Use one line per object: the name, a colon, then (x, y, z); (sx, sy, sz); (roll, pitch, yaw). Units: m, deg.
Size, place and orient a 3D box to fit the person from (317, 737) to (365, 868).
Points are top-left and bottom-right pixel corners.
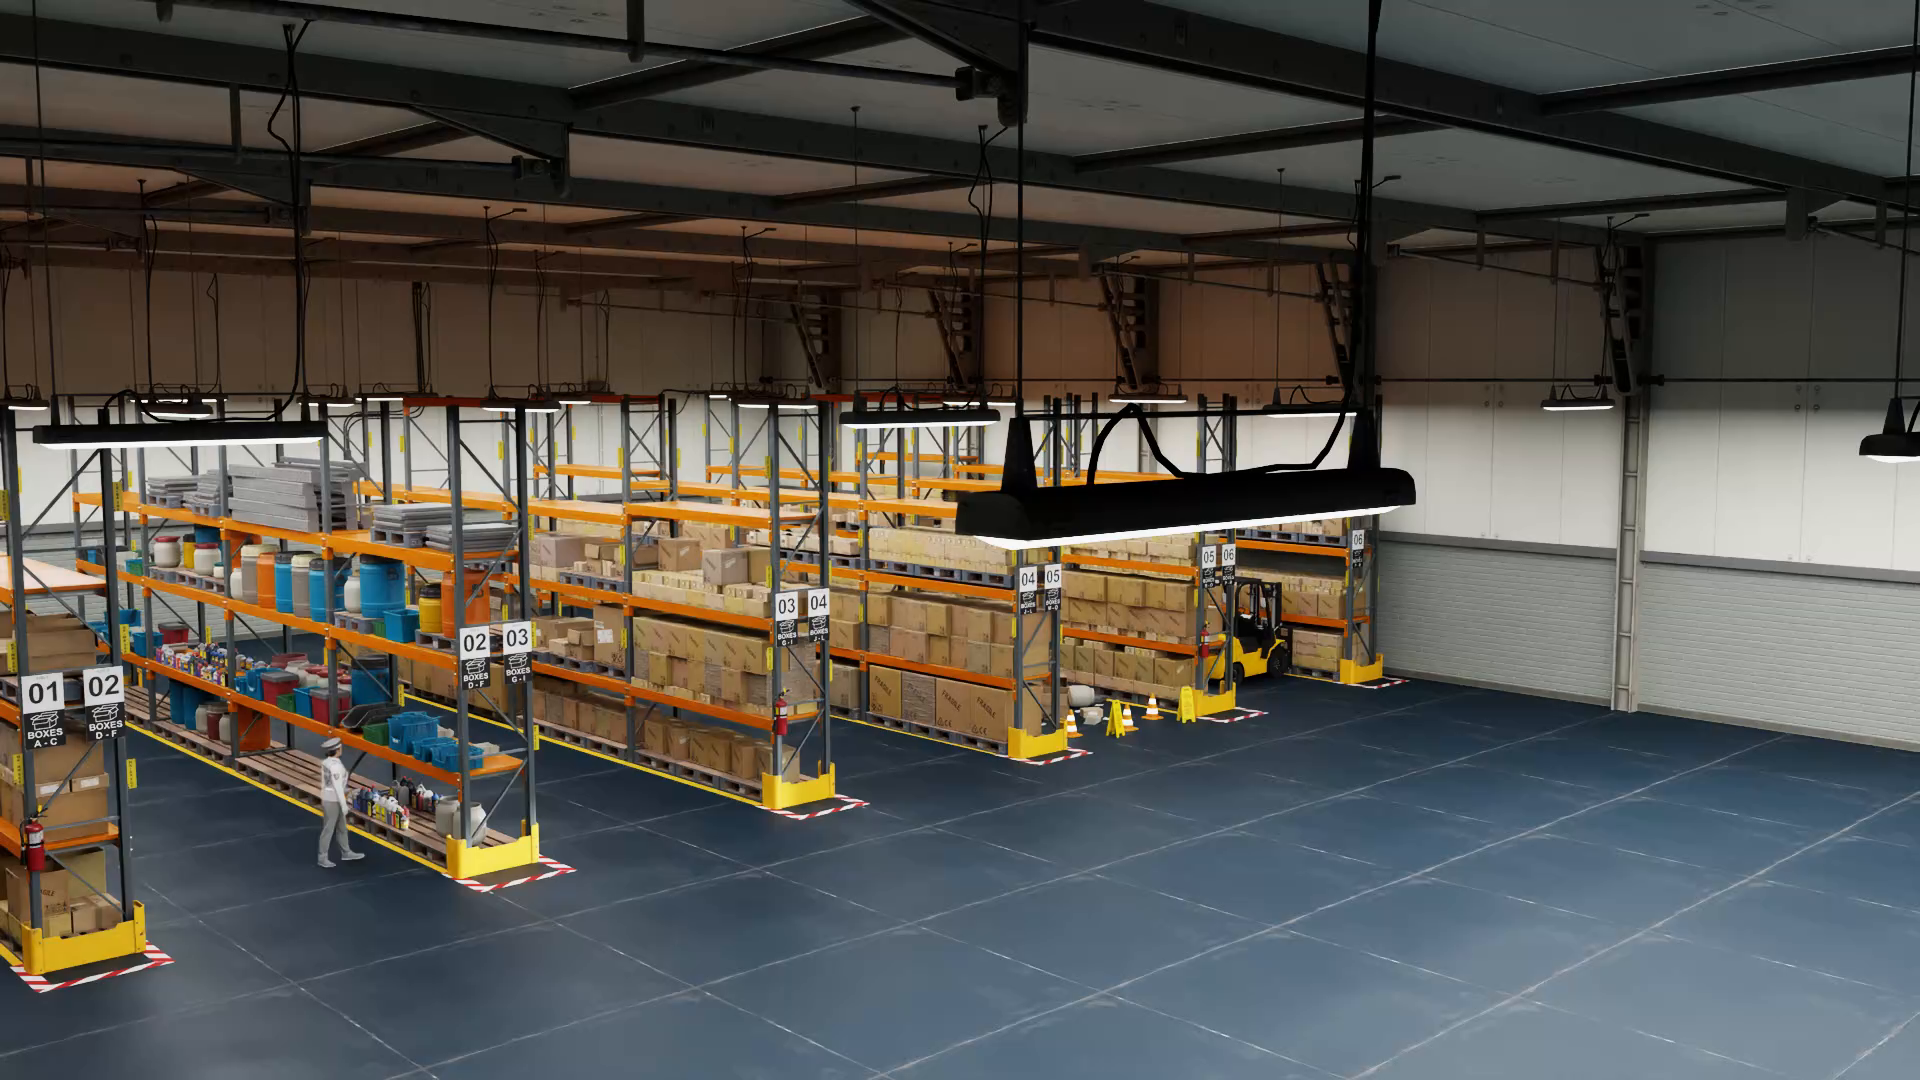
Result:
person: (-8.109, 3.410, 21.687); (0.564, 1.676, 0.492); (-1, 6, -14)
